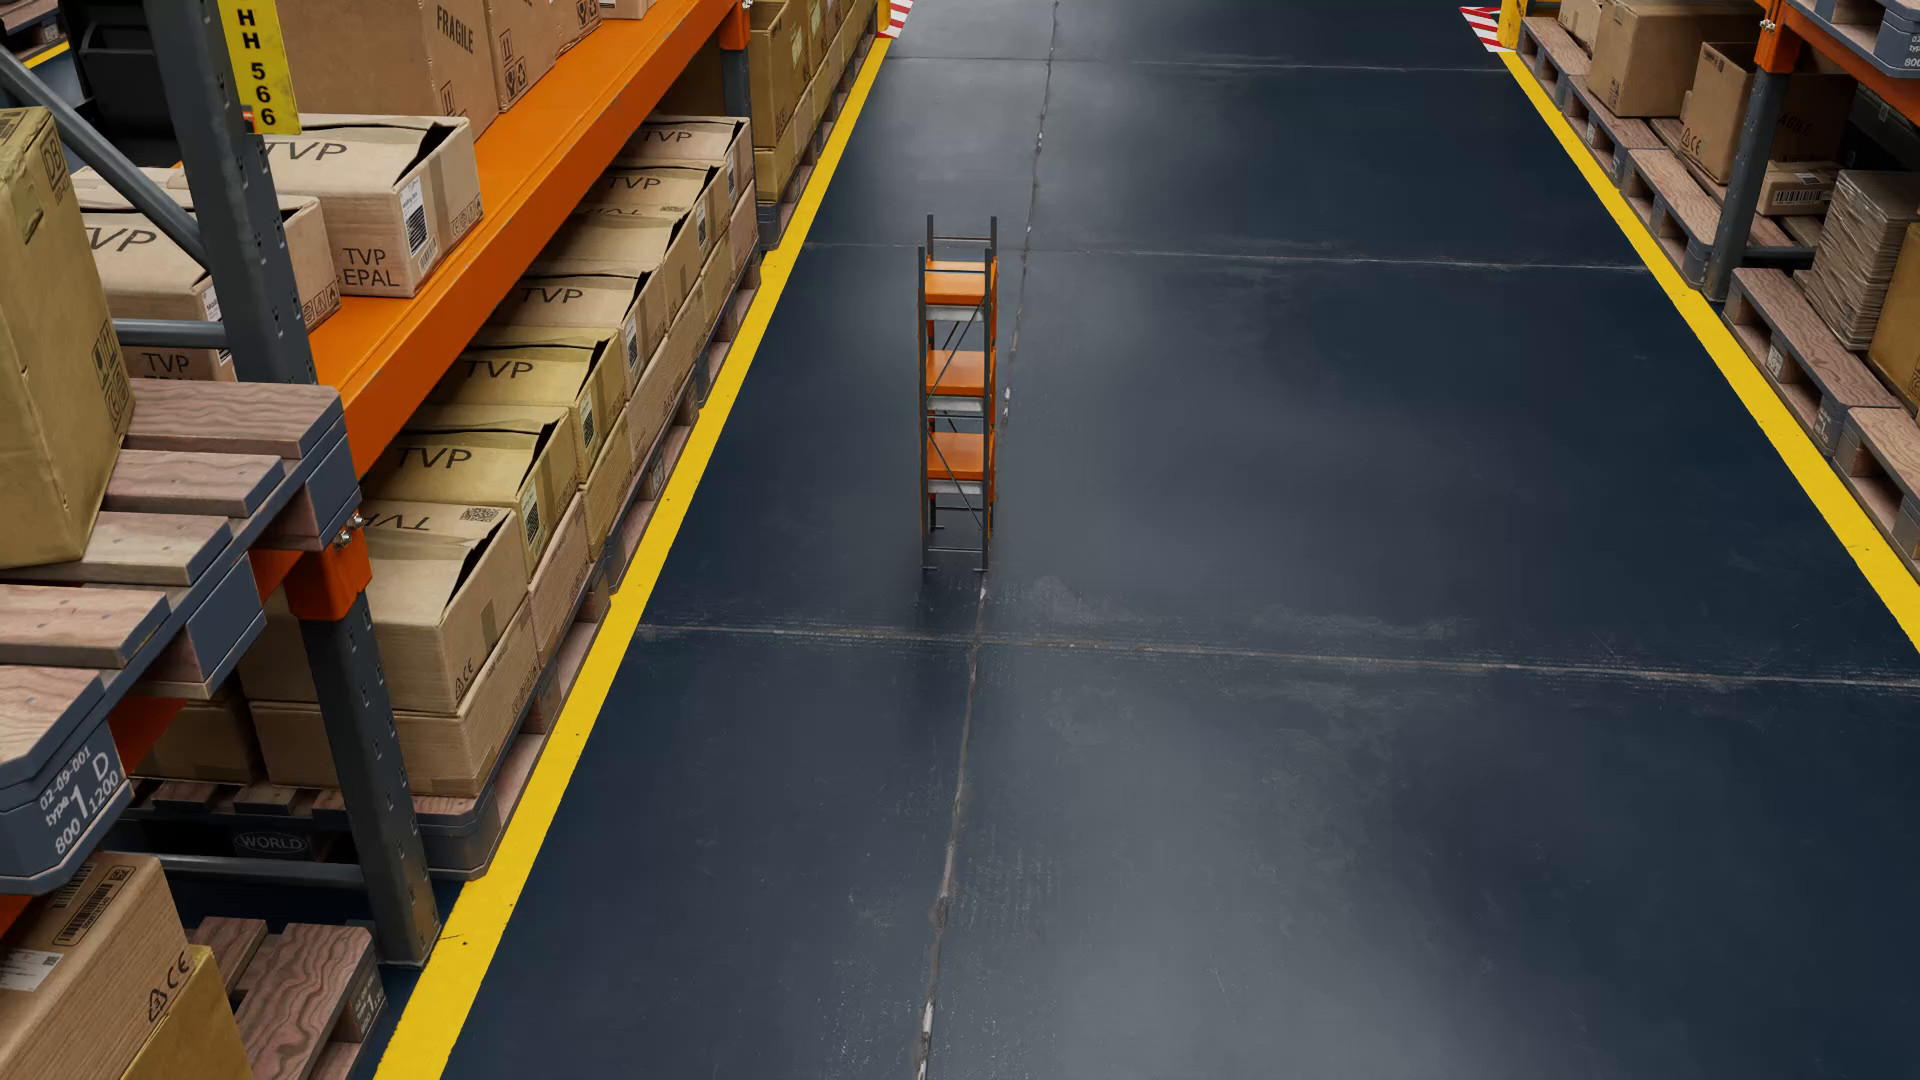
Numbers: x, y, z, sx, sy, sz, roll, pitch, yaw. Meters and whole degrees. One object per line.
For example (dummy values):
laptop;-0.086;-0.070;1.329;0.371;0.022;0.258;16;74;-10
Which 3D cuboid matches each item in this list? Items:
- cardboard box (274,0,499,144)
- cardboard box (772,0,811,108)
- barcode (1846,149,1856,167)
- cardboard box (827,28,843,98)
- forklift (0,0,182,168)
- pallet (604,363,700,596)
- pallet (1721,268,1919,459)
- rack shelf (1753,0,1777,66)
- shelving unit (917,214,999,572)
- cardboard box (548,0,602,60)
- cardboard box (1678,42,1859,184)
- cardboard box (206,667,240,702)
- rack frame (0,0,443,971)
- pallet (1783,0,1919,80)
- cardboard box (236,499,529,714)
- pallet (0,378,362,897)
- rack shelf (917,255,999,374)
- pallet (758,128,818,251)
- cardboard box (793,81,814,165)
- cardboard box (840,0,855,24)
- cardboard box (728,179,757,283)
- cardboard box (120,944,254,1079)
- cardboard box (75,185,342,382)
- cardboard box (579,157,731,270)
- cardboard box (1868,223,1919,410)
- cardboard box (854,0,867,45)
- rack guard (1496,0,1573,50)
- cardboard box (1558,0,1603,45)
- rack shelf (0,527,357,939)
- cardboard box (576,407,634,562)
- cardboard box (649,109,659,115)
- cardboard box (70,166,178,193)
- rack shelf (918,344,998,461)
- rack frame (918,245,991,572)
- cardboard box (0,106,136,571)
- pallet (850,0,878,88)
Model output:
cardboard box;-1.566;-1.294;4.396;0.500;0.500;0.500;1;32;1
cardboard box;-0.978;-2.284;7.603;0.500;0.500;0.500;2;32;4
barcode;3.945;-1.691;7.366;0.001;0.075;0.075;2;32;4
cardboard box;-0.894;-2.487;8.648;0.500;0.250;0.500;2;32;4
forklift;-2.975;-2.215;6.051;1.130;2.935;3.031;3;32;5
pallet;-1.478;-0.252;5.457;1.003;0.211;1.213;2;32;4
pallet;3.515;-0.662;6.122;1.003;0.211;1.213;2;32;4
rack shelf;3.740;-2.995;7.937;1.077;0.370;4.000;2;32;4
shelving unit;-0.004;-0.419;4.929;0.215;1.050;0.252;2;32;4
cardboard box;-1.482;-1.832;5.268;0.500;0.500;0.500;5;32;8
cardboard box;3.622;-1.923;7.475;0.500;0.500;0.500;0;32;0
cardboard box;-1.889;0.095;3.923;0.500;0.311;0.500;3;32;5
rack frame;-1.686;-0.374;2.998;1.000;3.000;0.127;2;32;4
pallet;3.370;-1.781;5.463;1.003;0.211;1.213;2;32;4
cardboard box;-1.351;0.118;3.886;0.500;0.311;0.500;3;32;6
pallet;-1.671;0.065;2.468;1.213;0.211;1.003;2;32;4
rack shelf;-0.004;-0.652;4.786;0.215;0.259;0.240;2;32;4
pallet;-1.254;-1.692;7.795;1.003;0.211;1.213;2;32;4
cardboard box;-0.975;-1.964;7.799;0.500;0.250;0.500;2;32;4
cardboard box;-0.849;-3.068;8.875;0.500;0.500;0.500;2;32;4
cardboard box;-1.105;-1.244;6.631;0.500;0.250;0.500;2;32;4
cardboard box;-1.528;1.002;2.728;0.500;0.500;0.500;4;32;6
cardboard box;-1.613;-0.524;3.326;0.500;0.311;0.500;4;32;7
cardboard box;-1.144;-1.216;6.050;0.500;0.311;0.500;3;32;5
cardboard box;3.542;-0.721;5.524;0.700;0.500;0.500;2;32;3
cardboard box;-0.813;-3.010;9.496;0.500;0.250;0.500;2;32;4
rack guard;3.896;-3.244;10.037;1.175;0.500;0.348;2;32;4
cardboard box;3.757;-3.032;9.454;0.500;0.311;0.500;-1;32;-2
rack shelf;-1.849;0.978;1.489;1.077;0.370;4.000;2;32;4
cardboard box;-1.275;-0.178;4.901;0.500;0.250;0.500;2;32;3
cardboard box;-1.541;-1.725;7.411;0.500;0.250;0.500;2;32;4
cardboard box;-1.888;-0.749;3.846;0.380;0.149;0.250;2;32;4
rack shelf;-0.004;-0.410;4.935;0.215;0.259;0.240;2;32;4
rack frame;-0.014;-0.355;4.826;0.200;1.050;0.008;2;32;4
cardboard box;-1.625;-0.261;2.319;0.700;0.500;0.500;-8;33;-13
pallet;-1.055;-2.968;9.865;1.003;0.211;1.213;2;32;4
